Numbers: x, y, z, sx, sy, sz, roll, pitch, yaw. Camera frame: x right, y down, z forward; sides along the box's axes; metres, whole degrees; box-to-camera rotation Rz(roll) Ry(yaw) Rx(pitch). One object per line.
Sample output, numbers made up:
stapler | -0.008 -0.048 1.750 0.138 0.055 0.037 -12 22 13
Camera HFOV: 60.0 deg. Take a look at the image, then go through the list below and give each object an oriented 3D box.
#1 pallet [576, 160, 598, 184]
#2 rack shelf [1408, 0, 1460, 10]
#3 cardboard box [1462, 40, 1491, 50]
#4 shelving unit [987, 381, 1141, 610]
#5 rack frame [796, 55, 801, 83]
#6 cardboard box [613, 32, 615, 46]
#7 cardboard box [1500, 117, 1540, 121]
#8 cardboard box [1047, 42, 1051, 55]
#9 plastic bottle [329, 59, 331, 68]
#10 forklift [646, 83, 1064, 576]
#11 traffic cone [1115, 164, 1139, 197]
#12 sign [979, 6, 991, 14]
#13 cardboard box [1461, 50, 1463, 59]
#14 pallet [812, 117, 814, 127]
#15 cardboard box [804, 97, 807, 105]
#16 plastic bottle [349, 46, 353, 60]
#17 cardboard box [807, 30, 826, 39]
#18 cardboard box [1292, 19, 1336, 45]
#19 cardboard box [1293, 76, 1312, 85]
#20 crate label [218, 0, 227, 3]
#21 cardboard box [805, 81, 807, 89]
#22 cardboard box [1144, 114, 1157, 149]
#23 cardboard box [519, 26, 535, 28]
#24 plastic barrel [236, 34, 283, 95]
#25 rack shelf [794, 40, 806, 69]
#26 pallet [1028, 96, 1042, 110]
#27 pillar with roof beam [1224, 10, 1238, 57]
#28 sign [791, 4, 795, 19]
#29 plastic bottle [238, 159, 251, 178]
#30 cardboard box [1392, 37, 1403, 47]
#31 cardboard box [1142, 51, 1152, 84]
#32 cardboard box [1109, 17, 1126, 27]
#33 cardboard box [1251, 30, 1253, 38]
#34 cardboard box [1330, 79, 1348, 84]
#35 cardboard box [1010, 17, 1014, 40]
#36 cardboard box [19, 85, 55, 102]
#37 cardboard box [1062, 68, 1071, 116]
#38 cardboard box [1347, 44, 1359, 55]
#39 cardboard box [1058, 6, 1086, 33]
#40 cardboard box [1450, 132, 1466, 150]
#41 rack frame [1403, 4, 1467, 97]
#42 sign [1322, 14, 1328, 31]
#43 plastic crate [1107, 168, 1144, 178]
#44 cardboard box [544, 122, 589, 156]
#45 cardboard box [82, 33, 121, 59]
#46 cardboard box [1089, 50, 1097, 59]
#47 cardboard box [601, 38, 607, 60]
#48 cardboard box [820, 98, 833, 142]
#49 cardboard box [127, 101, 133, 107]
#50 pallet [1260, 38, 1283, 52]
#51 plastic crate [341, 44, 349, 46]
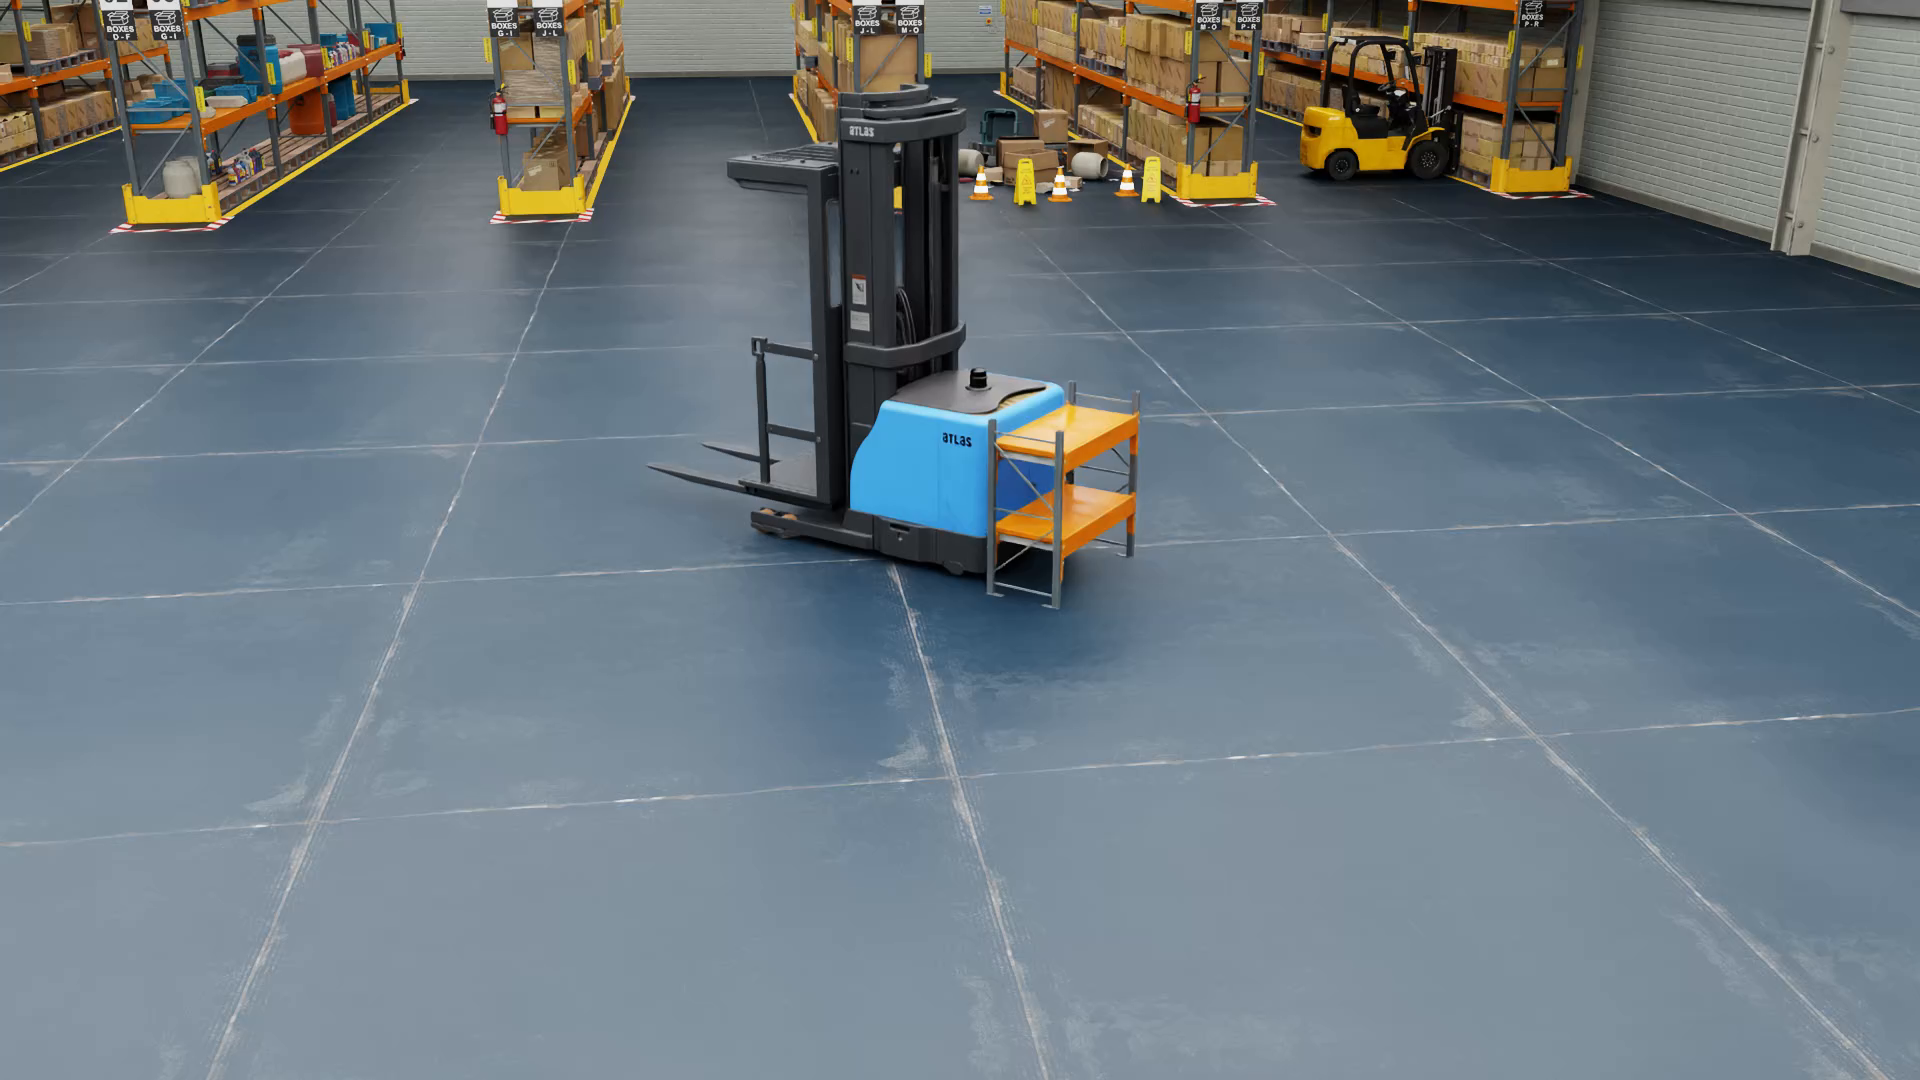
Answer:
pallet | -6.376 -5.911 26.741 1.003 0.211 1.213 -3 21 -8
rack shelf | 7.921 -9.960 30.338 1.077 0.370 4.000 -3 21 -8
cardboard box | 8.299 -7.949 26.717 0.380 0.149 0.250 -3 21 -7
shelving unit | 0.655 -0.303 10.419 0.538 1.125 1.048 12 24 29
rack frame | -3.315 -11.818 38.571 1.000 3.000 0.127 -3 21 -8
cardboard box | -7.470 -10.463 34.732 0.500 0.250 0.500 -3 21 -9
cardboard box | 8.829 -6.541 26.342 0.500 0.250 0.500 -3 21 -8
cardboard box | 2.081 -10.125 34.251 0.500 0.250 0.500 -3 21 -8
plastic bottle | -11.804 -8.904 31.054 0.097 0.201 0.097 0 20 0
forklift | -0.823 -1.521 11.099 3.031 2.935 1.130 13 24 30
traffic cone | 2.536 -5.459 25.170 0.336 0.463 0.334 -3 21 -8
sign | 0.676 -14.199 44.560 0.327 0.218 0.001 -3 21 -8
cardboard box | 8.303 -7.805 26.757 0.380 0.149 0.250 -3 21 -8
pallet | -2.446 -8.434 33.496 1.003 0.211 1.213 -3 21 -8
cardboard box | -3.132 -9.413 35.606 0.380 0.149 0.250 -3 21 -7
plastic bottle | -12.133 -9.664 32.980 0.152 0.276 0.135 -3 21 -8
cardboard box | -2.686 -9.553 31.414 0.380 0.149 0.250 -4 21 -10
cardboard box | 7.215 -10.386 33.988 0.797 0.503 0.637 -3 21 -9
cardboard box | 7.148 -9.533 34.498 0.380 0.149 0.250 -4 21 -10
crate label | -10.776 -7.814 23.775 0.502 0.251 0.408 -3 21 -8
cardboard box | -3.124 -9.770 35.711 0.380 0.149 0.250 -3 21 -7
cardboard box | 3.278 -6.626 26.927 0.500 0.500 0.500 -2 21 -5
cardboard box | -6.403 -7.242 24.322 0.500 0.500 0.500 -3 21 -8
plastic barrel | -11.165 -7.582 26.514 0.600 0.901 0.708 -3 21 -8
rack shelf | -3.027 -10.789 36.843 1.077 0.370 4.000 -3 21 -8
pallet | 2.113 -9.679 36.829 1.003 0.211 1.213 -3 21 -8
pillar with roof beam | 2.723 -15.927 40.997 9.100 9.000 0.400 -3 21 -8
sign | -3.852 -12.196 38.347 0.100 0.325 0.005 -3 21 -8
plastic bottle | -10.938 -5.685 25.415 0.152 0.276 0.135 -3 21 -7
cardboard box | 7.902 -8.833 29.510 0.380 0.149 0.250 -3 21 -8
cardboard box | 3.241 -7.621 26.765 0.500 0.500 0.500 -3 21 -8
cardboard box | 2.833 -9.115 29.238 0.380 0.149 0.250 -4 21 -10
cardboard box | 6.742 -11.203 36.713 0.500 0.250 0.500 -2 21 -6
cardboard box | 7.739 -9.286 33.837 0.380 0.149 0.250 -3 21 -7
cardboard box | 1.454 -11.795 38.367 0.500 0.500 0.500 -3 21 -9
cardboard box | -17.419 -8.407 31.309 0.500 0.250 0.500 -3 21 -9
cardboard box | 2.580 -9.087 33.695 0.875 0.875 0.875 -3 21 -7
cardboard box | 7.584 -9.227 31.134 0.500 0.250 0.500 -3 21 -9
cardboard box | 2.241 -10.364 33.105 0.500 0.500 0.500 -3 21 -8
cardboard box | 8.250 -6.462 26.846 0.500 0.250 0.500 -3 21 -9
rack frame | 8.210 -8.200 28.883 1.000 3.000 0.127 -3 21 -8
sign | 7.097 -10.059 32.320 0.100 0.325 0.005 -3 21 -8
plastic crate | 2.713 -5.995 27.154 0.402 0.080 0.583 -11 23 -26
cardboard box | -6.575 -6.697 27.804 0.700 0.500 0.500 -5 21 -12
cardboard box | -17.269 -9.957 33.445 0.500 0.500 0.500 -2 21 -6
cardboard box | 2.605 -8.997 30.777 0.380 0.149 0.250 -3 21 -7
cardboard box | -6.962 -9.240 31.527 0.500 0.500 0.500 -3 21 -9
cardboard box | -1.899 -7.351 29.226 1.050 0.750 0.750 -3 21 -8
cardboard box | -17.446 -9.054 34.591 0.380 0.166 0.250 -3 21 -8
pallet | 7.064 -10.597 35.577 1.003 0.211 1.213 -3 21 -8
plastic crate | -12.990 -10.242 34.657 0.437 0.125 0.590 -3 21 -8
